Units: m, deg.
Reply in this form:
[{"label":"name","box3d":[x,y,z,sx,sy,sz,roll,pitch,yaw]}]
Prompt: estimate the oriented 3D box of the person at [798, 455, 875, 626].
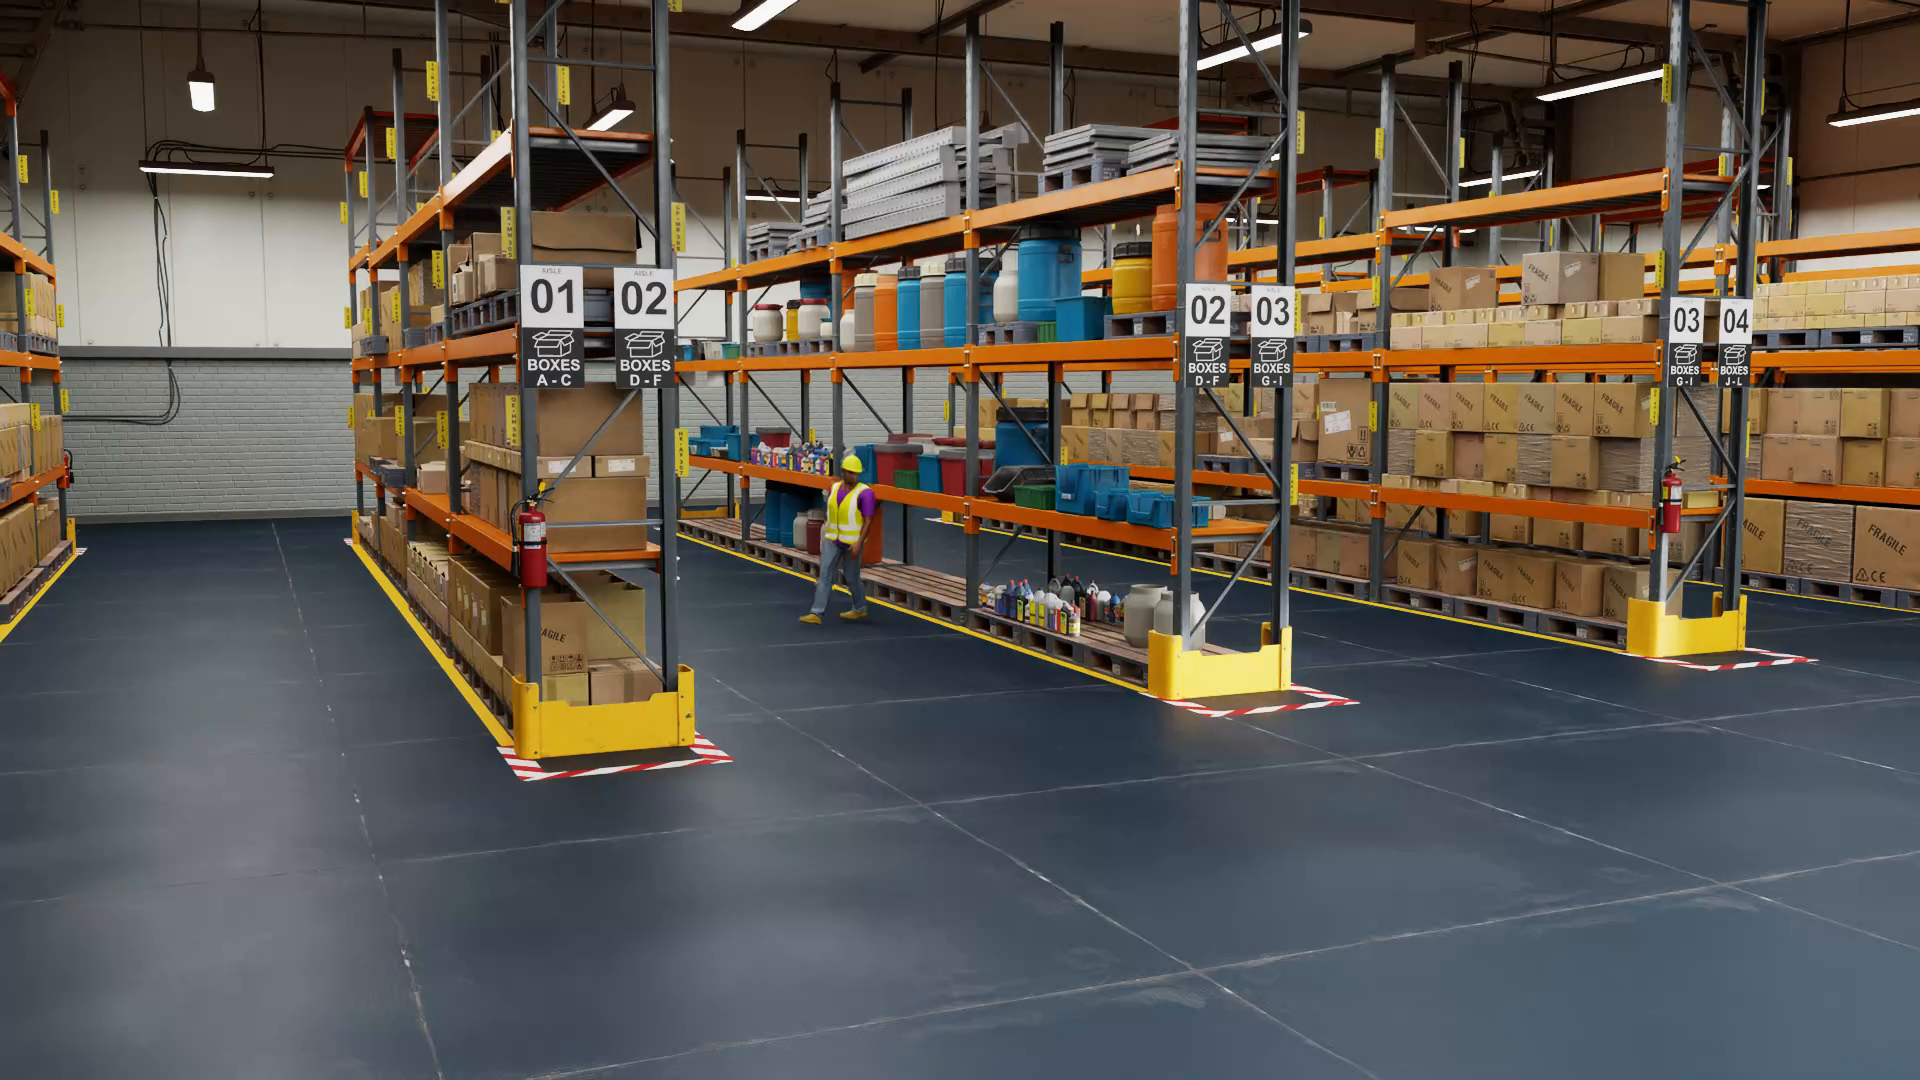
[{"label":"person","box3d":[-1.180,-0.002,16.638,0.640,1.699,1.016,2,6,24]}]
